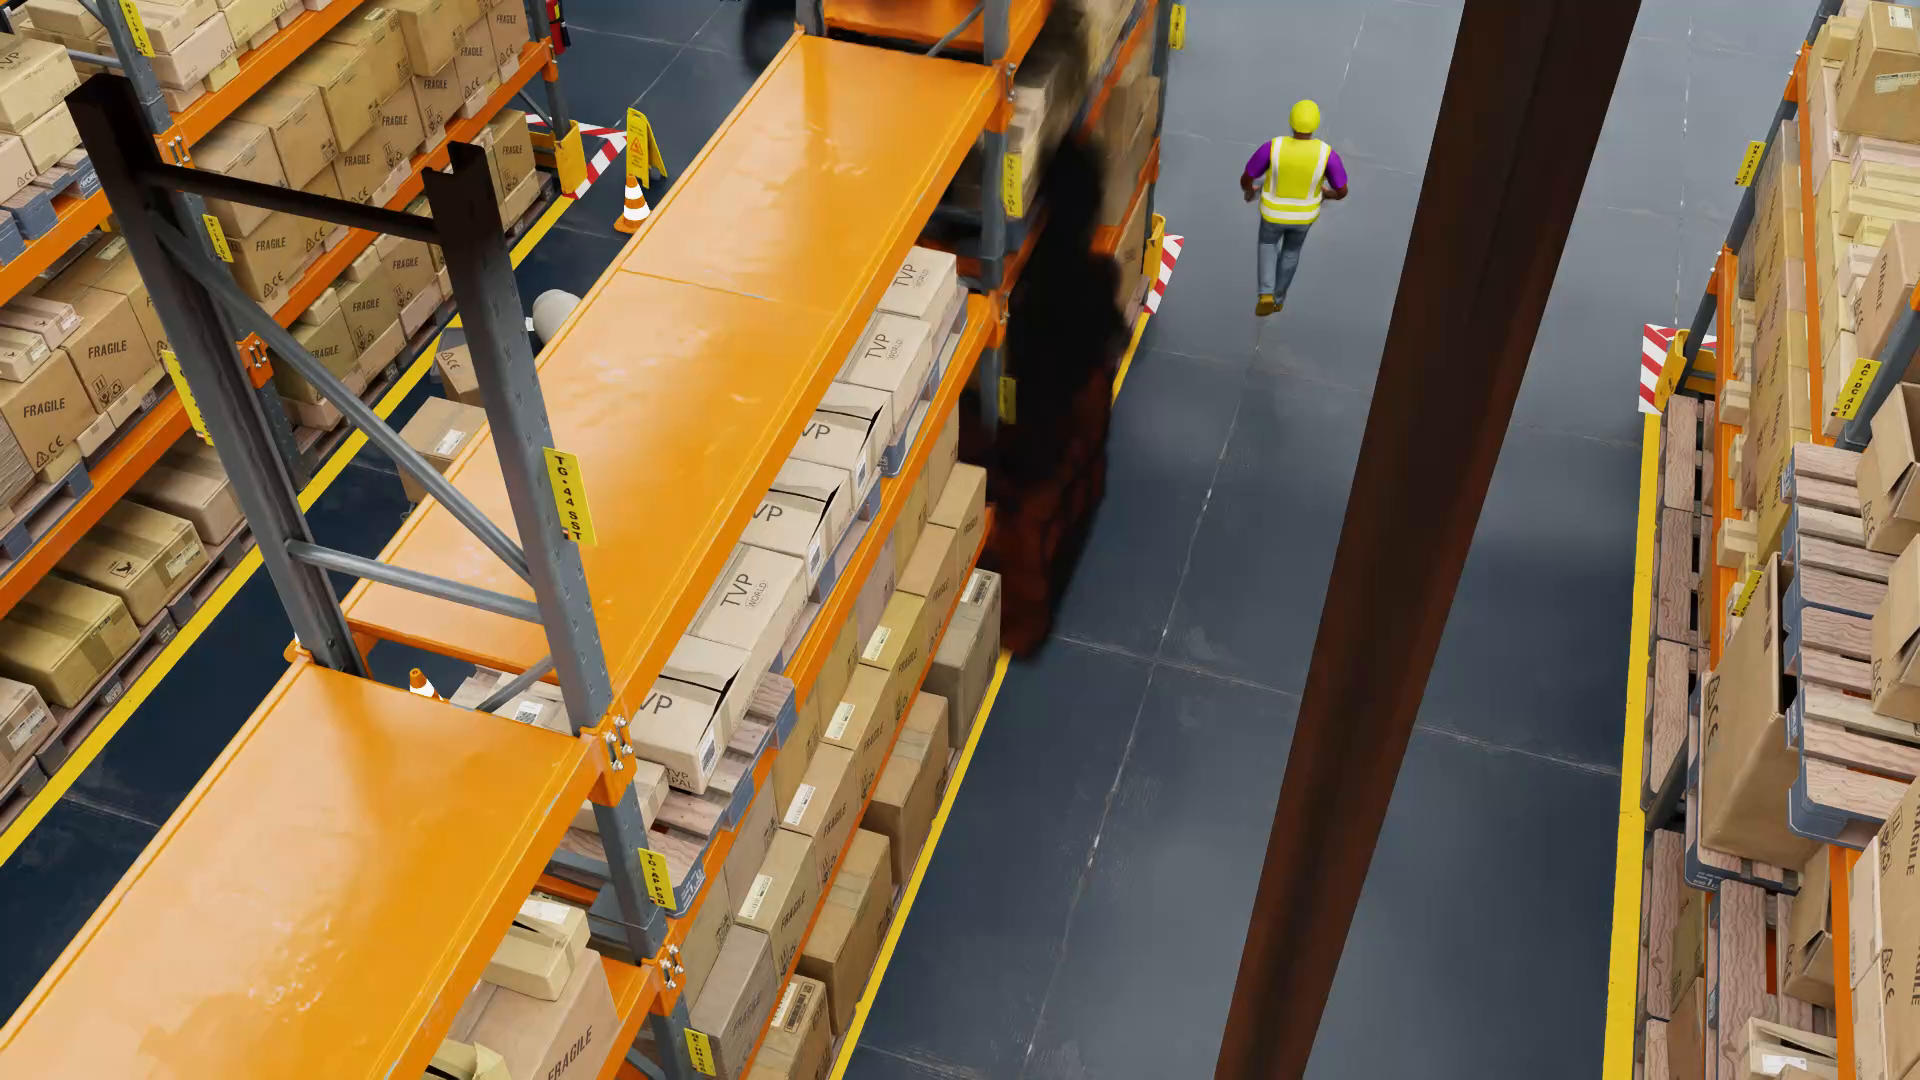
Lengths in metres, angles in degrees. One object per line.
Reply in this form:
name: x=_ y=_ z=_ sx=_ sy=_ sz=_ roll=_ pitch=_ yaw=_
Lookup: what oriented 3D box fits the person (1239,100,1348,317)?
person: x=2.329 y=-2.325 z=11.796 sx=0.749 sy=1.731 sz=0.555 roll=6 pitch=46 yaw=6
